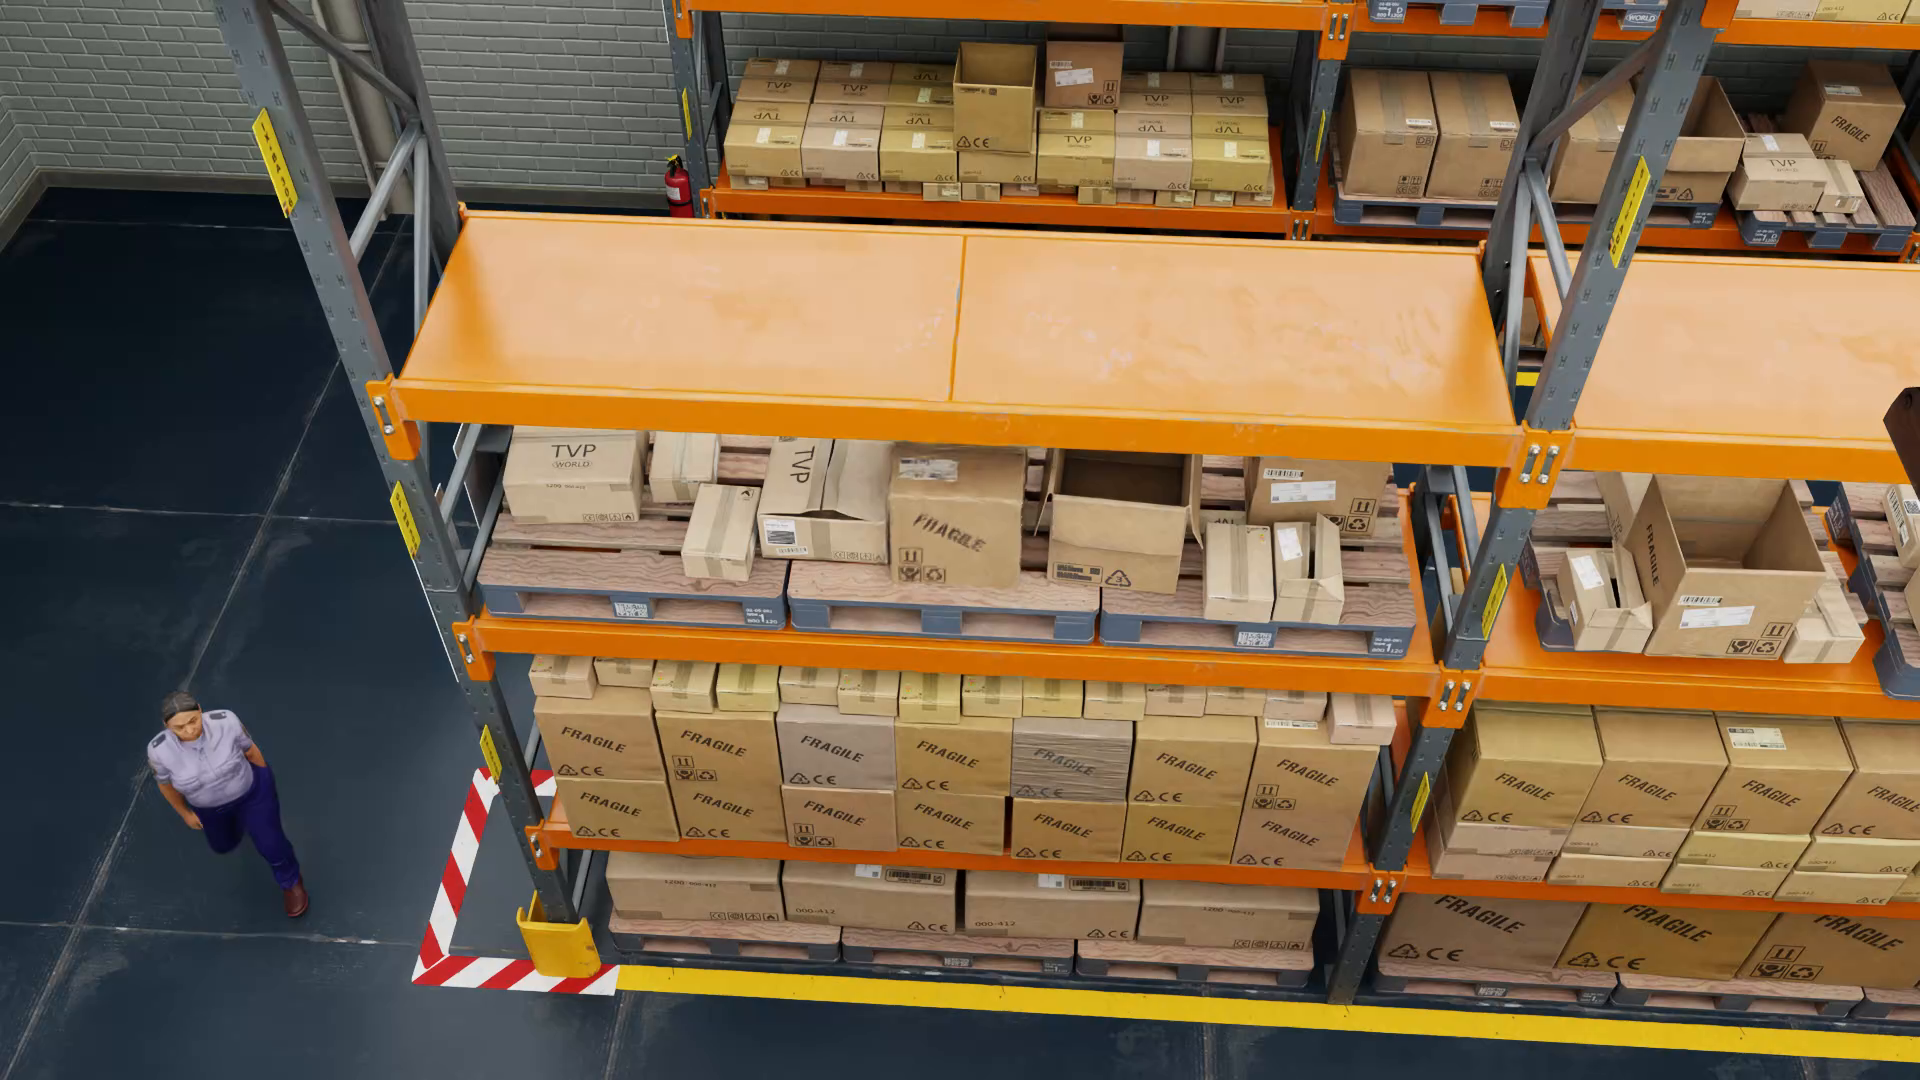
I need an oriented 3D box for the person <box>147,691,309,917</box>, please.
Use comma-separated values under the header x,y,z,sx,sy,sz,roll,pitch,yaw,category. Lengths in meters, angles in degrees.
x,y,z,sx,sy,sz,roll,pitch,yaw,category
-3.763,1.238,8.515,0.484,1.616,0.752,-12,49,-10,person
